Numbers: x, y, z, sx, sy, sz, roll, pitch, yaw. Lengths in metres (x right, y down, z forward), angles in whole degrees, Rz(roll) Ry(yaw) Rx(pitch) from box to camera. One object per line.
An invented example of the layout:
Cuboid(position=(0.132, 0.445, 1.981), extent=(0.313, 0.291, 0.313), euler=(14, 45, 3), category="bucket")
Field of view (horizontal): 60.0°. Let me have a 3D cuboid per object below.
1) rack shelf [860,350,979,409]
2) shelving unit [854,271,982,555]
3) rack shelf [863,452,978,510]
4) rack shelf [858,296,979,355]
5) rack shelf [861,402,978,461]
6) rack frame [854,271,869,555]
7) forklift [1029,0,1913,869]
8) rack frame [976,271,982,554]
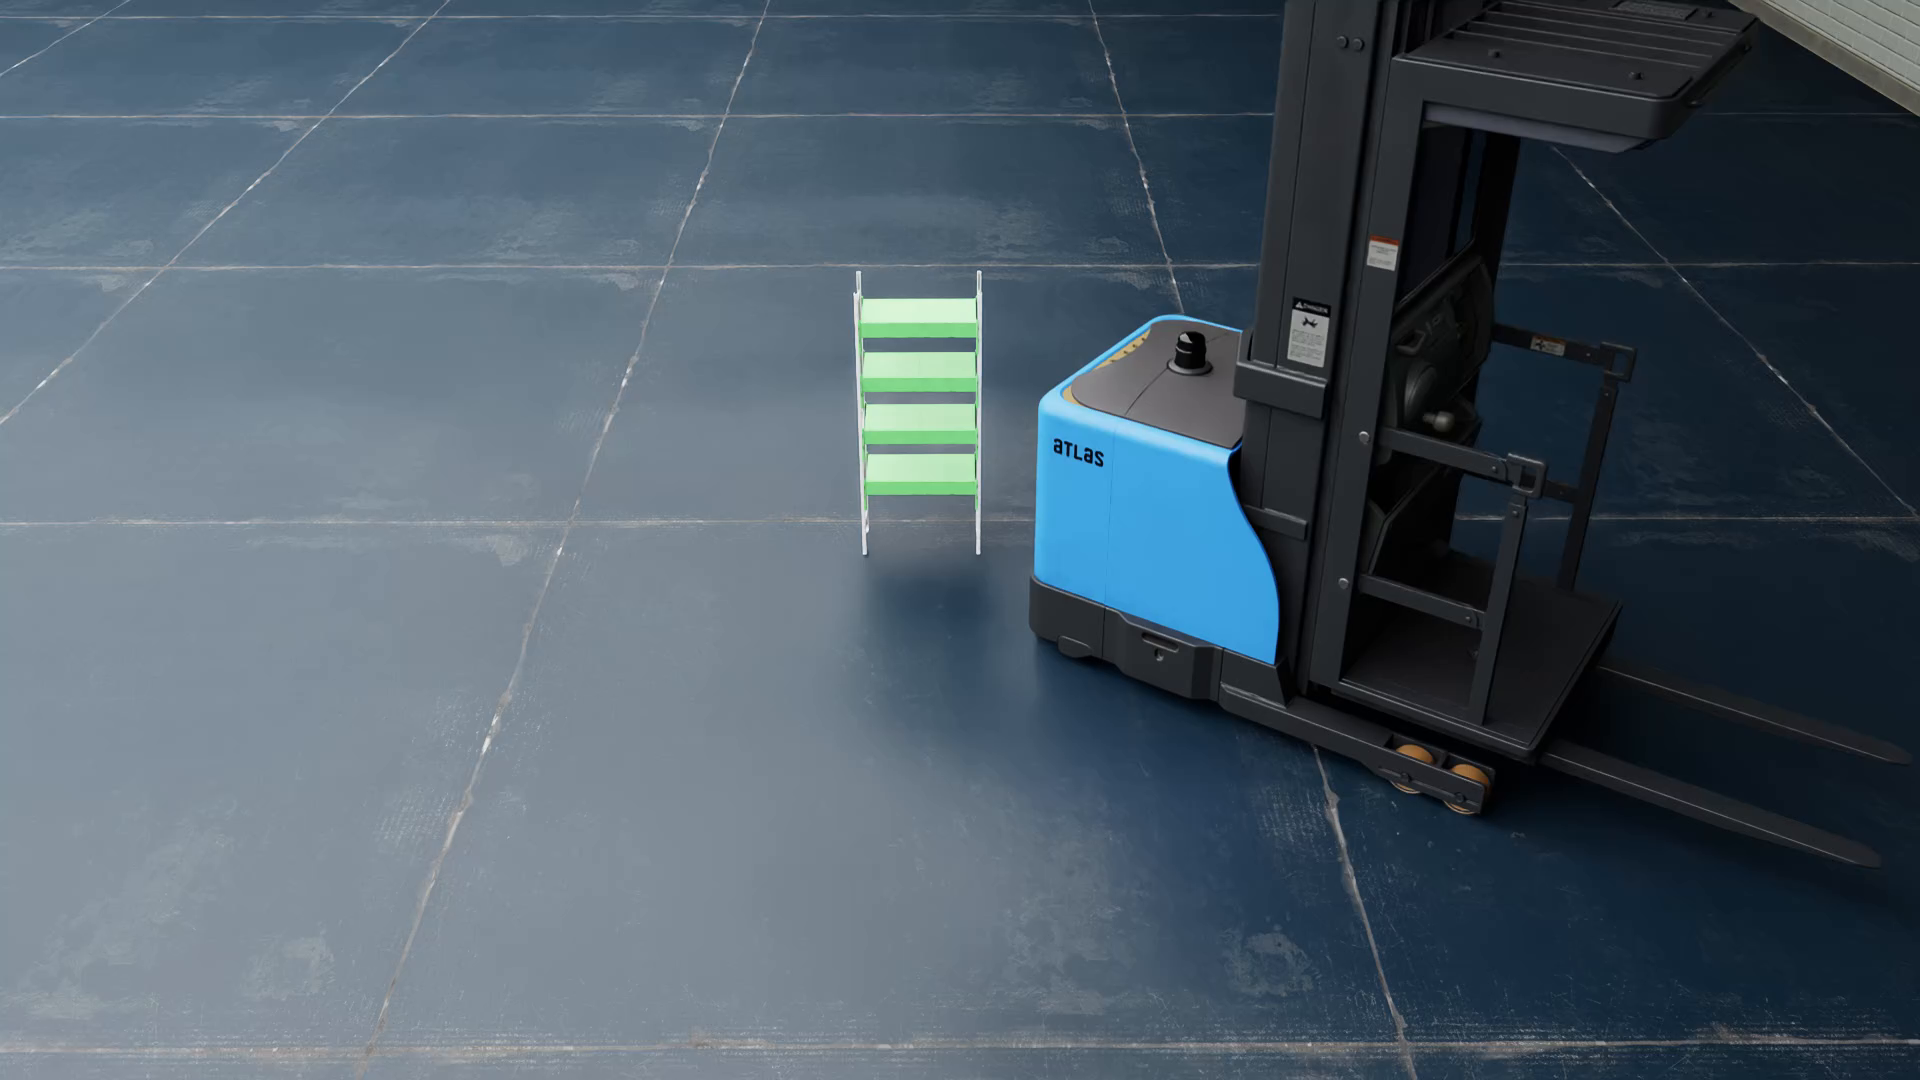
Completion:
Cuboid(position=(-0.166, -0.663, 6.847), extent=(0.480, 0.148, 0.258), euler=(0, 31, 0), category="rack shelf")
Cuboid(position=(-0.166, -0.512, 6.938), extent=(0.503, 1.200, 0.258), euler=(0, 31, 0), category="shelving unit")
Cuboid(position=(-0.166, -0.253, 7.096), extent=(0.480, 0.148, 0.258), euler=(0, 31, 0), category="rack shelf")
Cuboid(position=(-0.166, -0.868, 6.722), extent=(0.480, 0.148, 0.258), euler=(0, 31, 0), category="rack shelf")
Cuboid(position=(-0.166, -0.458, 6.971), extent=(0.480, 0.148, 0.258), euler=(0, 31, 0), category="rack shelf")
Cuboid(position=(-0.410, -0.512, 6.937), extent=(0.015, 1.200, 0.240), euler=(0, 31, 0), category="rack frame")
Cuboid(position=(1.778, -0.629, 5.461), extent=(3.031, 2.935, 1.130), euler=(19, 36, 29), category="forklift")
Cuboid(position=(0.078, -0.513, 6.939), extent=(0.015, 1.200, 0.240), euler=(0, 31, 0), category="rack frame")
